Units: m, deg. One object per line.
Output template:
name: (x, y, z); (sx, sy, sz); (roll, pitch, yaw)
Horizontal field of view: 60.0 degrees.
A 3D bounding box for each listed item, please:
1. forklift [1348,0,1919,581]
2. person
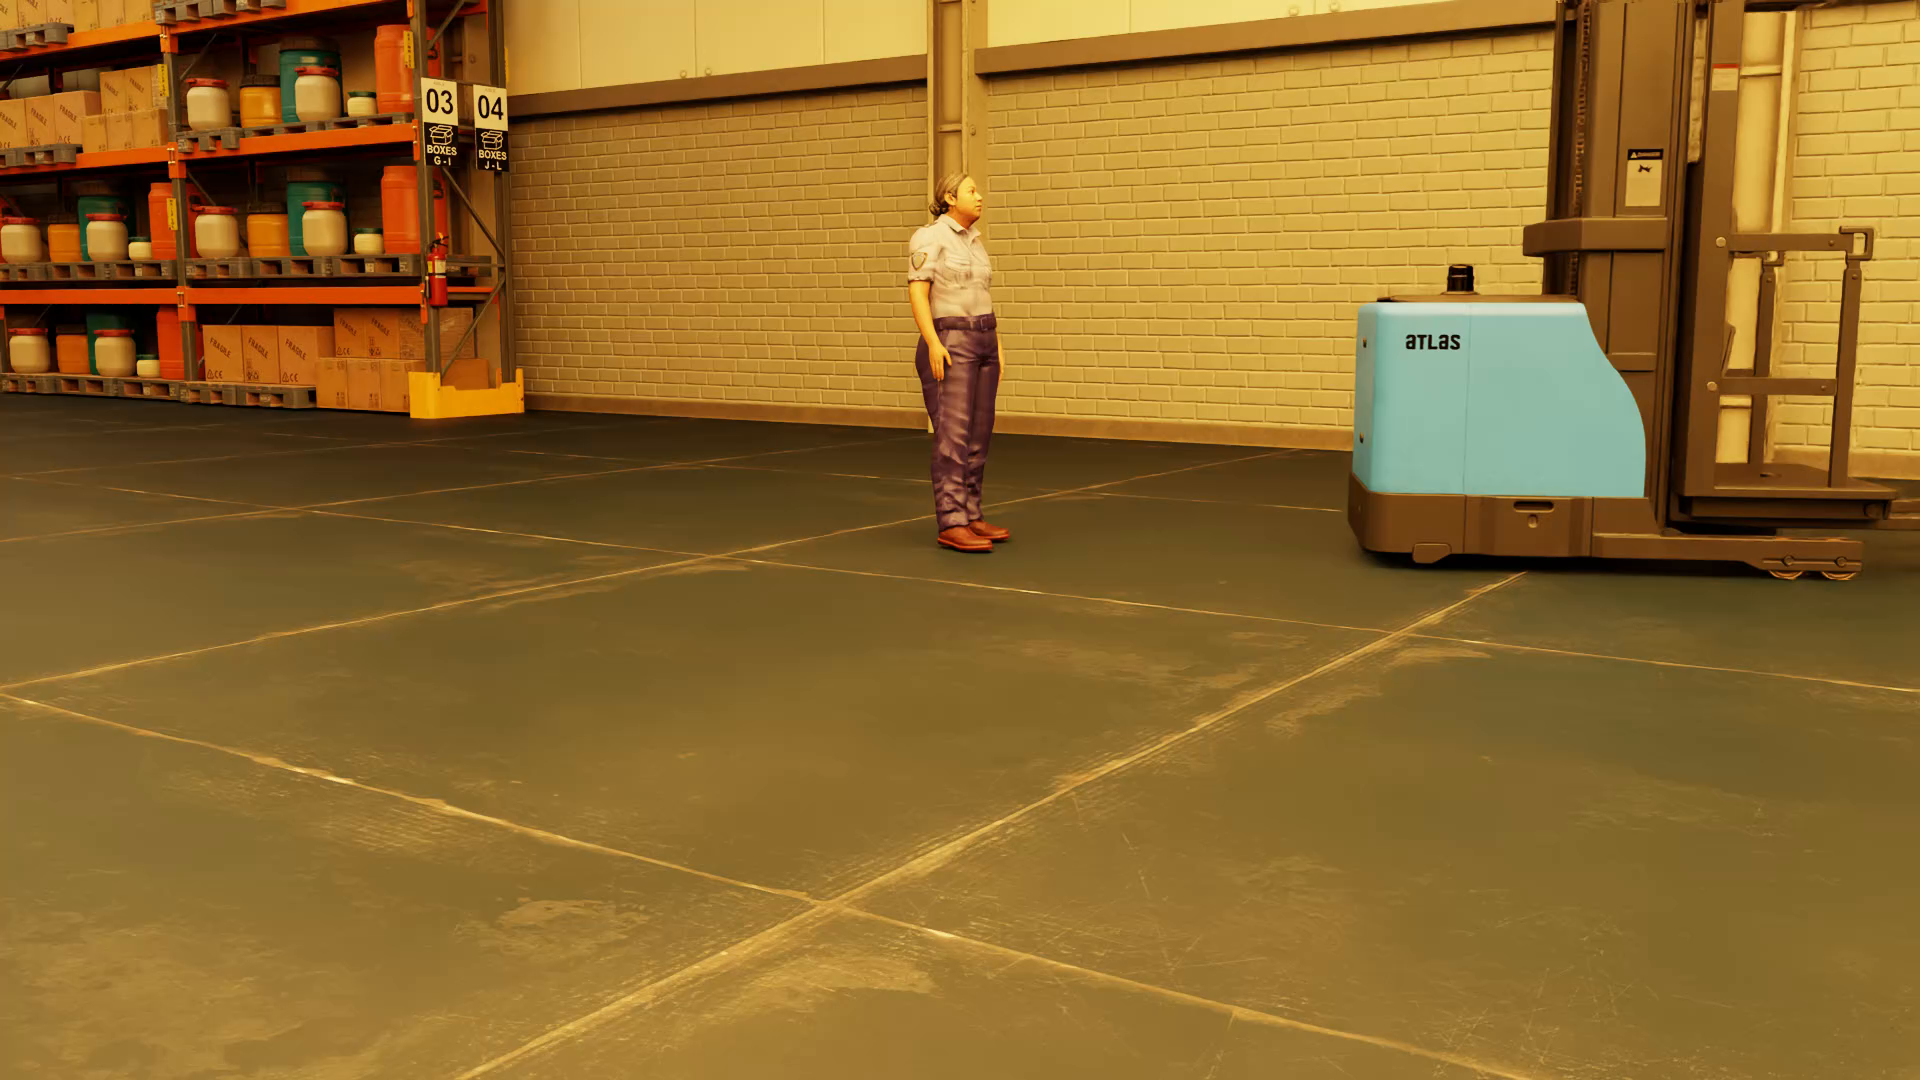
forklift: (3.226, -1.372, 6.843); (3.031, 2.935, 1.130); (1, 8, 8)
person: (0.062, -0.813, 7.418); (0.502, 1.651, 0.598); (5, 10, 34)
